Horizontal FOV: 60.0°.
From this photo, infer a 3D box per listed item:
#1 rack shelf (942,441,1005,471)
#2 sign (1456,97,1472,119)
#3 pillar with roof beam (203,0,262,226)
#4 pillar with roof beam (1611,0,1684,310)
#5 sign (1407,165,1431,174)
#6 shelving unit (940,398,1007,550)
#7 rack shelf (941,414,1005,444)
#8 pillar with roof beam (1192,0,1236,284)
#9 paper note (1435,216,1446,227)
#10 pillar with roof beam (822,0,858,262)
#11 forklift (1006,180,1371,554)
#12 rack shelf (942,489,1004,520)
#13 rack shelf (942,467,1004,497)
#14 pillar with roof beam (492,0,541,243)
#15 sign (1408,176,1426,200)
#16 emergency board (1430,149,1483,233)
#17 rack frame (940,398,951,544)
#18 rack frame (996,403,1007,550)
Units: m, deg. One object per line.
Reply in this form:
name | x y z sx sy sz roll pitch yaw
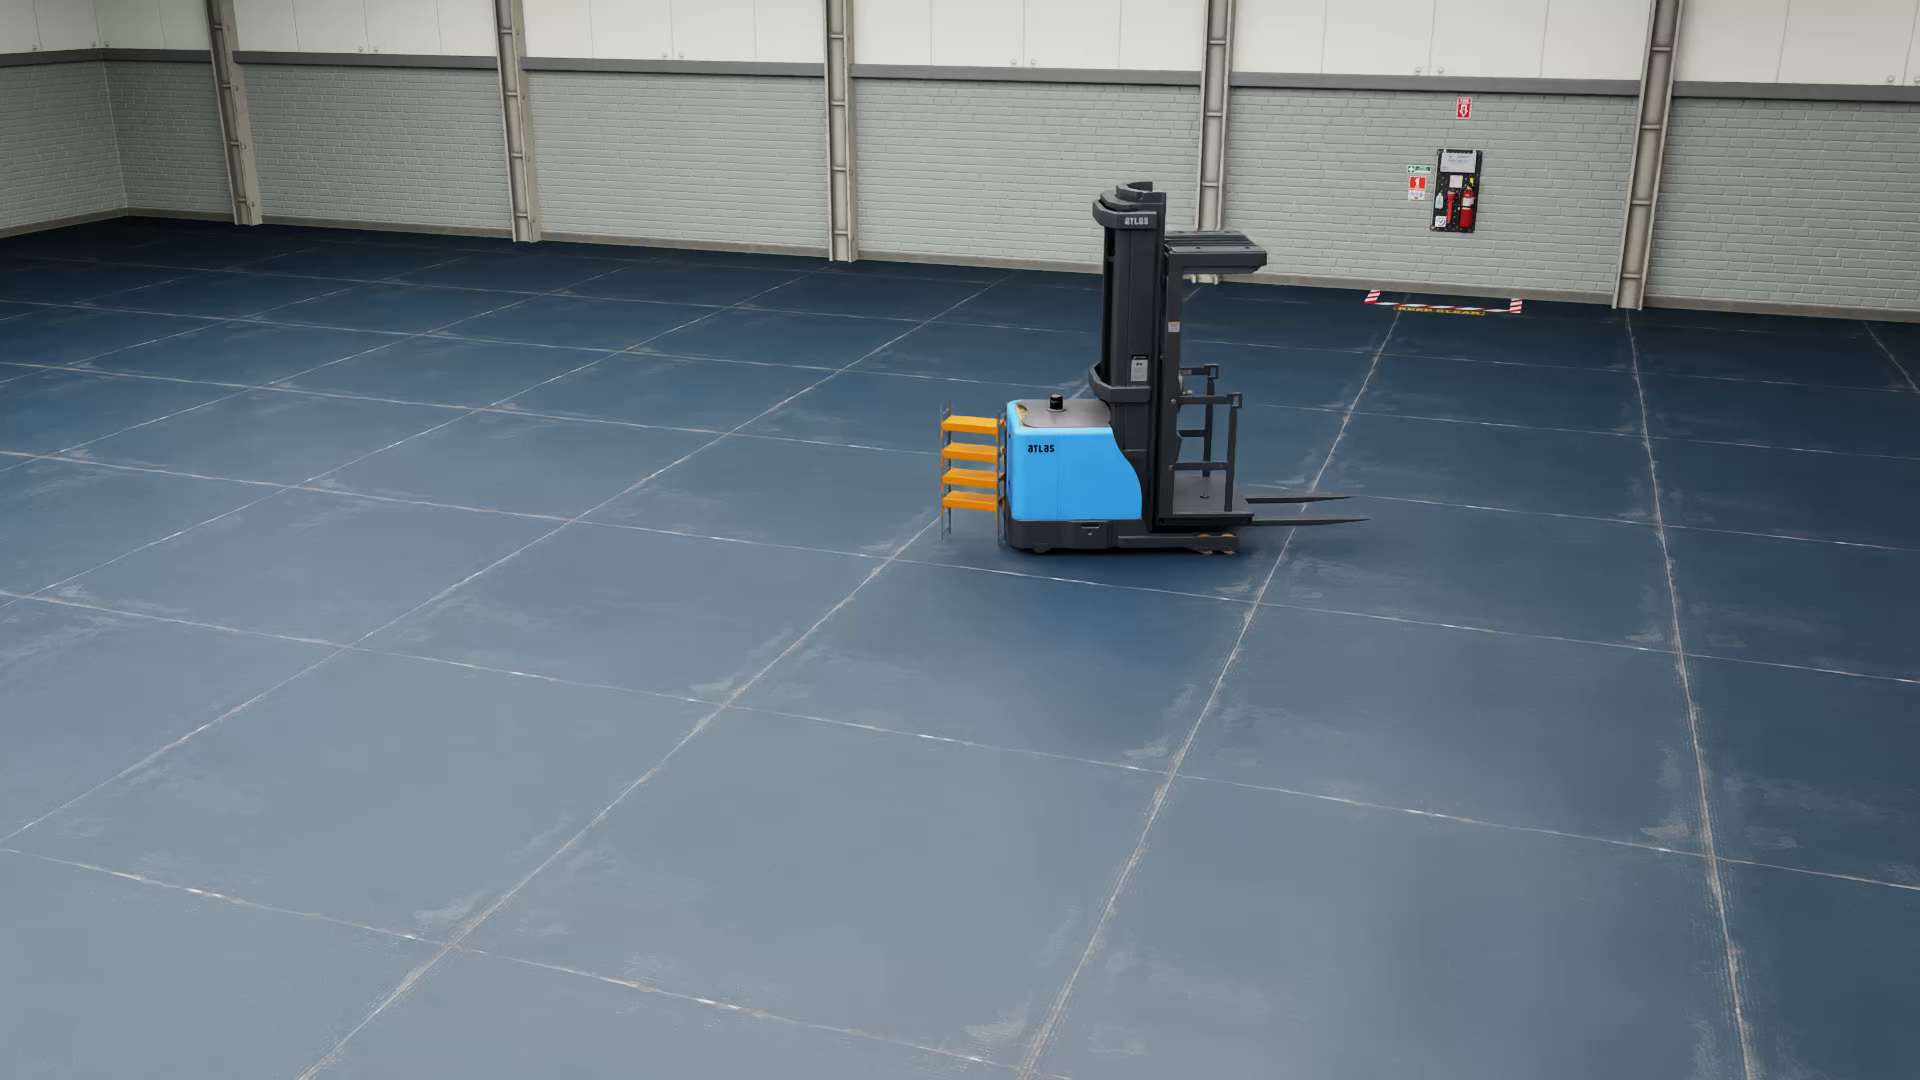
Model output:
rack shelf | 0.114 -0.694 13.769 0.480 0.148 0.258 6 20 17
sign | 7.137 -6.117 23.547 0.199 0.298 0.001 7 20 18
pillar with roof beam | -14.650 -8.799 25.647 0.400 9.000 9.100 7 20 18
pillar with roof beam | 8.021 -6.206 18.210 0.400 9.000 9.100 7 20 18
sign | 6.625 -5.347 23.998 0.331 0.109 0.001 7 20 18
shelving unit | 0.114 -0.547 13.821 0.503 1.200 0.258 6 20 17
rack shelf | 0.114 -0.918 13.691 0.480 0.148 0.258 6 20 17
pillar with roof beam | 2.353 -6.855 20.069 0.400 9.000 9.100 7 20 18
paper note | 6.968 -4.616 24.099 0.142 0.148 0.016 7 20 18
pillar with roof beam | -3.314 -7.503 21.929 0.400 9.000 9.100 7 20 18
forklift | 1.916 -1.439 13.751 3.031 2.935 1.130 -1 19 -2
rack shelf | 0.114 -0.296 13.909 0.480 0.148 0.258 6 20 17
rack shelf | 0.114 -0.483 13.843 0.480 0.148 0.258 6 20 17
pillar with roof beam | -8.982 -8.151 23.788 0.400 9.000 9.100 7 20 18
sign | 6.624 -5.100 24.095 0.234 0.329 0.001 7 20 18
emergency board | 7.112 -4.991 23.837 0.643 1.169 0.194 7 20 18
rack frame | -0.118 -0.571 13.892 0.015 1.200 0.240 6 20 17
rack frame | 0.346 -0.522 13.750 0.015 1.200 0.240 6 20 17
